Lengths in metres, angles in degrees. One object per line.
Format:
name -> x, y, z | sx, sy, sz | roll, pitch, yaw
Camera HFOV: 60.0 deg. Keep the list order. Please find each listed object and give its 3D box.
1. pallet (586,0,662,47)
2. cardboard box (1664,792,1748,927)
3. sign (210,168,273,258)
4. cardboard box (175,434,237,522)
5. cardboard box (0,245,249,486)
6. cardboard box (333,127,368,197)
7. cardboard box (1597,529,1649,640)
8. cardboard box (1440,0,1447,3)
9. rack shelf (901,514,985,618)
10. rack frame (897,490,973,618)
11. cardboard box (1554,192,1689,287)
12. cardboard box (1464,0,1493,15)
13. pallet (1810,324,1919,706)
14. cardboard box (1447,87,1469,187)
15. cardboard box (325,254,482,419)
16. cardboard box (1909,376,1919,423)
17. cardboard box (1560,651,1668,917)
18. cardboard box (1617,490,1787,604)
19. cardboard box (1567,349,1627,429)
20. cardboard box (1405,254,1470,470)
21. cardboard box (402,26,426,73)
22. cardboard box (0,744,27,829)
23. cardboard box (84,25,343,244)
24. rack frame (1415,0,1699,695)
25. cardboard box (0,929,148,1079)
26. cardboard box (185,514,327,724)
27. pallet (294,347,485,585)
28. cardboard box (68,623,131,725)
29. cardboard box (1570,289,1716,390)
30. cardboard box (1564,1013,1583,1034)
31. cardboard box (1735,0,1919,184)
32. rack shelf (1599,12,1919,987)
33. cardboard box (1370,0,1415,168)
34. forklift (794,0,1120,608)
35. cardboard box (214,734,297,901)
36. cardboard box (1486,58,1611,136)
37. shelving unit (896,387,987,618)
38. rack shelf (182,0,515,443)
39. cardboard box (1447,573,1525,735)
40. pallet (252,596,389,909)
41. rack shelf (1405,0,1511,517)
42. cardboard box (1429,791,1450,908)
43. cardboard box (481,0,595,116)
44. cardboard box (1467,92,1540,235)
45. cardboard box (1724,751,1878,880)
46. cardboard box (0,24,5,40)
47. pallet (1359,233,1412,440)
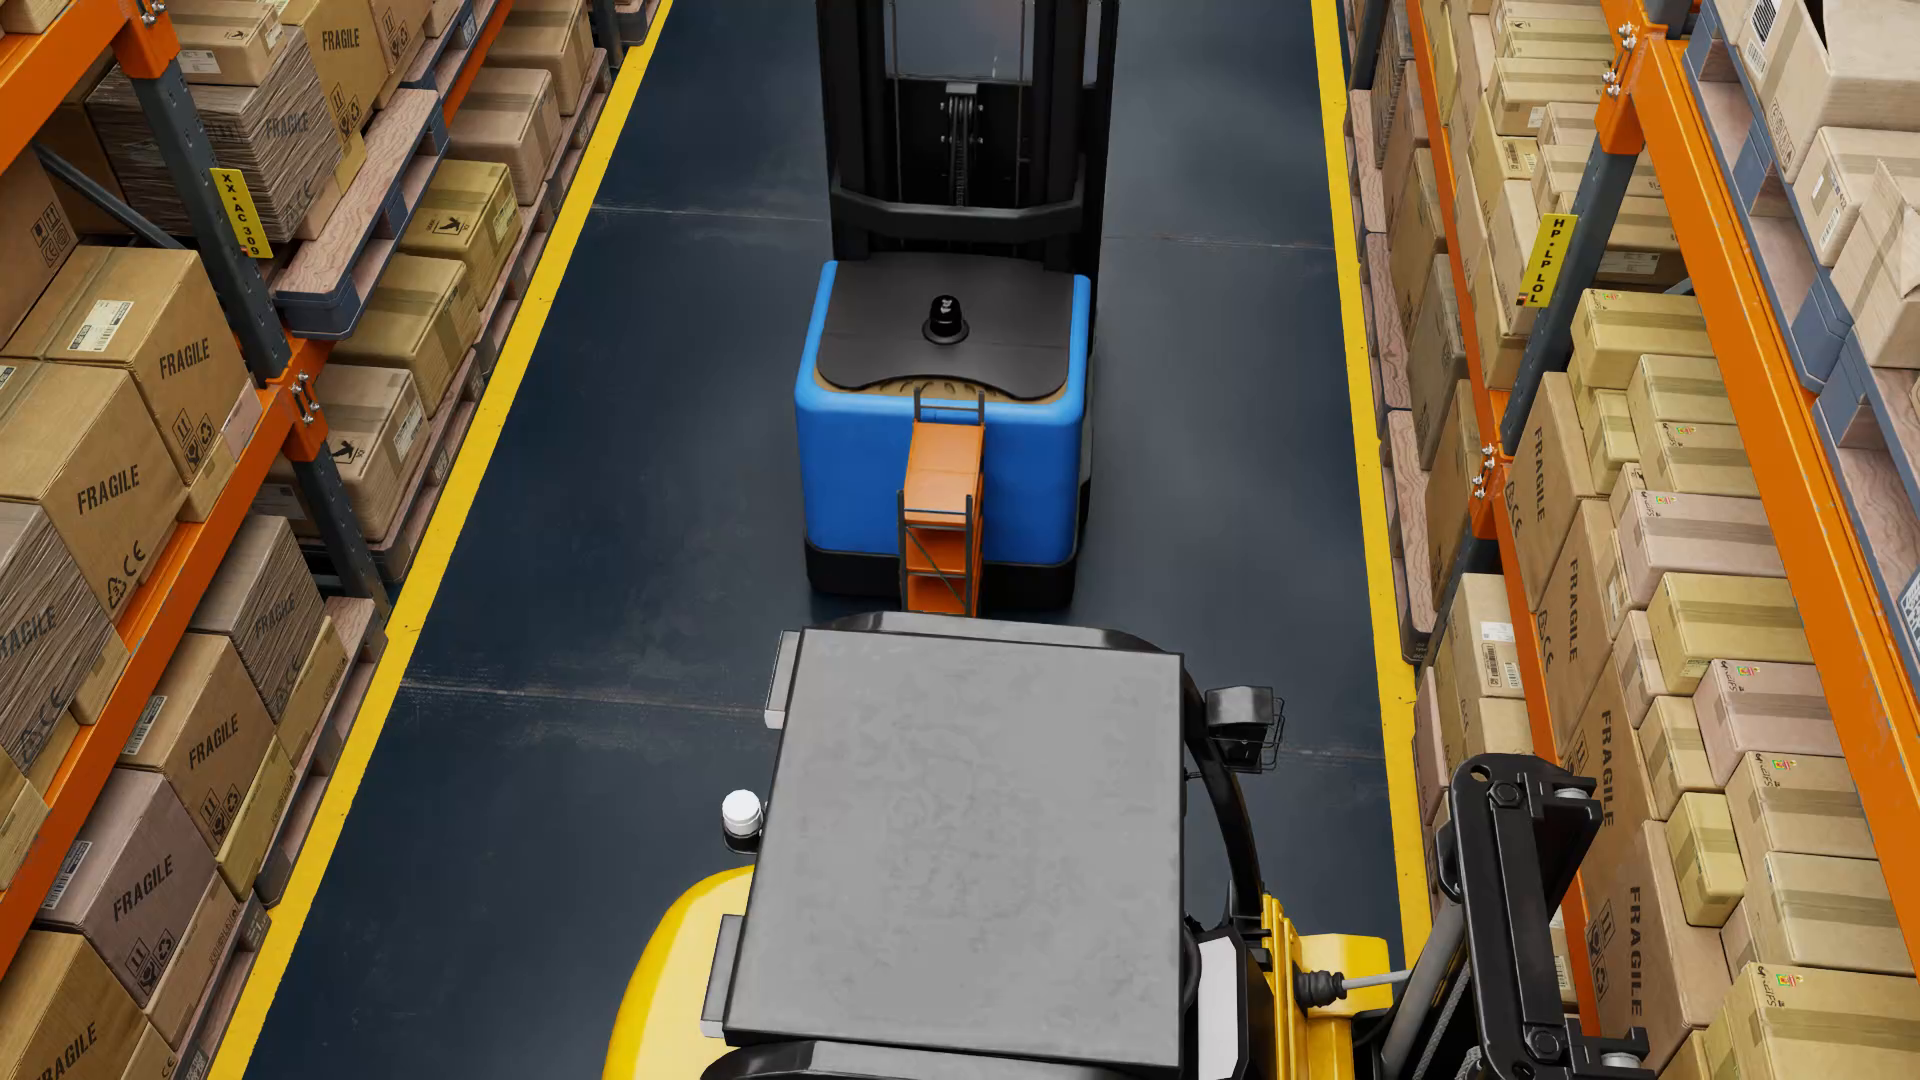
pallet -> -2.218, -3.303, 9.654 | 1.003, 0.211, 1.213 | 4, 48, 4
cardboard box -> 1.762, 0.699, 3.597 | 0.380, 0.149, 0.250 | 3, 48, 3
sign -> -2.189, -0.992, 5.064 | 0.100, 0.325, 0.005 | 4, 48, 4
cardboard box -> -2.471, -0.206, 5.101 | 0.380, 0.149, 0.250 | 5, 48, 4
cardboard box -> -2.523, -0.522, 4.951 | 0.500, 0.500, 0.500 | 3, 48, 3
cardboard box -> -2.333, -1.356, 5.869 | 0.380, 0.149, 0.250 | 5, 48, 4
cardboard box -> 1.808, 0.124, 4.122 | 0.380, 0.149, 0.250 | 5, 48, 4
cardboard box -> 2.182, -2.396, 6.698 | 0.500, 0.250, 0.500 | 3, 48, 3
rack shelf -> -0.059, 0.124, 5.941 | 0.258, 0.148, 0.480 | 4, 48, 3
rack frame -> -0.080, 0.258, 5.727 | 0.240, 1.200, 0.015 | 4, 48, 3
cardboard box -> 2.024, -0.918, 5.076 | 0.380, 0.149, 0.250 | 5, 48, 5
cardboard box -> 2.058, -2.059, 6.119 | 0.380, 0.149, 0.250 | 3, 48, 2
pallet -> 2.048, 0.140, 2.642 | 1.003, 0.211, 1.213 | 4, 48, 4
cardboard box -> 2.115, -1.470, 6.189 | 0.500, 0.250, 0.500 | 4, 48, 4
cardboard box -> -2.622, -0.900, 7.062 | 0.950, 0.372, 0.625 | 7, 48, 6
cardboard box -> 1.931, -0.198, 2.469 | 0.797, 0.503, 0.637 | 5, 48, 5
cardboard box -> 1.837, 0.631, 4.098 | 0.500, 0.500, 0.500 | 3, 48, 3
cardboard box -> 1.815, 0.030, 4.007 | 0.380, 0.149, 0.250 | 5, 48, 4
cardboard box -> 1.923, -0.436, 4.635 | 0.380, 0.149, 0.250 | 3, 48, 3
cardboard box -> 2.328, -0.694, 6.703 | 0.875, 0.625, 0.625 | 3, 48, 3
cardboard box -> -2.294, -1.937, 6.400 | 0.380, 0.149, 0.250 | 4, 48, 4
cardboard box -> -2.648, 0.615, 3.911 | 0.500, 0.500, 0.500 | 3, 48, 3
cardboard box -> -2.401, -1.332, 5.407 | 0.500, 0.500, 0.500 | 5, 48, 4
rack frame -> 2.214, -0.400, 5.109 | 1.000, 3.000, 0.127 | 4, 48, 4
cardboard box -> -2.647, 1.397, 4.536 | 0.500, 0.500, 0.500 | 5, 48, 4
cardboard box -> -2.516, 0.255, 5.580 | 0.500, 0.500, 0.500 | 3, 48, 3
pallet -> -2.660, -0.362, 6.964 | 1.003, 0.211, 1.213 | 4, 48, 4
cardboard box -> -2.545, 0.357, 4.586 | 0.380, 0.149, 0.250 | 3, 48, 3
cardboard box -> 1.889, -0.539, 4.527 | 0.380, 0.149, 0.250 | 5, 48, 4
cardboard box -> 1.711, 1.510, 4.263 | 0.500, 0.250, 0.500 | 3, 48, 3
cardboard box -> 1.895, -0.963, 3.299 | 0.500, 0.311, 0.500 | 5, 48, 4
rack shelf -> 2.031, 0.300, 2.923 | 1.077, 0.370, 4.000 | 4, 48, 4
cardboard box -> 2.508, -2.222, 8.100 | 0.875, 0.625, 0.625 | 5, 48, 5
forklift -> 0.049, -1.818, 6.452 | 1.130, 2.935, 3.031 | 4, 48, 3
cardboard box -> -2.555, 0.900, 5.499 | 0.500, 0.250, 0.500 | 3, 48, 2
cardboard box -> 1.996, -1.488, 5.597 | 0.380, 0.149, 0.250 | 3, 48, 2
shelving unit -> -0.059, 0.078, 5.891 | 0.258, 1.200, 0.503 | 4, 48, 3
rack shelf -> -2.548, -1.958, 7.021 | 1.077, 0.370, 4.000 | 4, 48, 4
cardboard box -> 1.857, 0.383, 5.294 | 0.500, 0.250, 0.500 | 3, 48, 3
pallet -> -2.756, 0.706, 5.987 | 1.003, 0.211, 1.213 | 4, 48, 4
rack shelf -> 2.396, -1.627, 6.718 | 1.077, 0.370, 4.000 | 4, 48, 4
cardboard box -> 1.809, 1.094, 5.321 | 0.500, 0.250, 0.500 | 3, 48, 3
cardboard box -> -2.427, -2.511, 8.536 | 0.950, 0.372, 0.625 | 1, 48, 1
cardboard box -> 2.043, -1.274, 5.672 | 0.500, 0.250, 0.500 | 3, 48, 3
cardboard box -> 1.846, 0.598, 3.487 | 0.380, 0.149, 0.250 | 4, 48, 4
cardboard box -> -2.565, -1.227, 4.002 | 0.380, 0.149, 0.250 | 4, 48, 4
pallet -> 2.350, -0.902, 7.458 | 1.003, 0.211, 1.213 | 4, 48, 4
